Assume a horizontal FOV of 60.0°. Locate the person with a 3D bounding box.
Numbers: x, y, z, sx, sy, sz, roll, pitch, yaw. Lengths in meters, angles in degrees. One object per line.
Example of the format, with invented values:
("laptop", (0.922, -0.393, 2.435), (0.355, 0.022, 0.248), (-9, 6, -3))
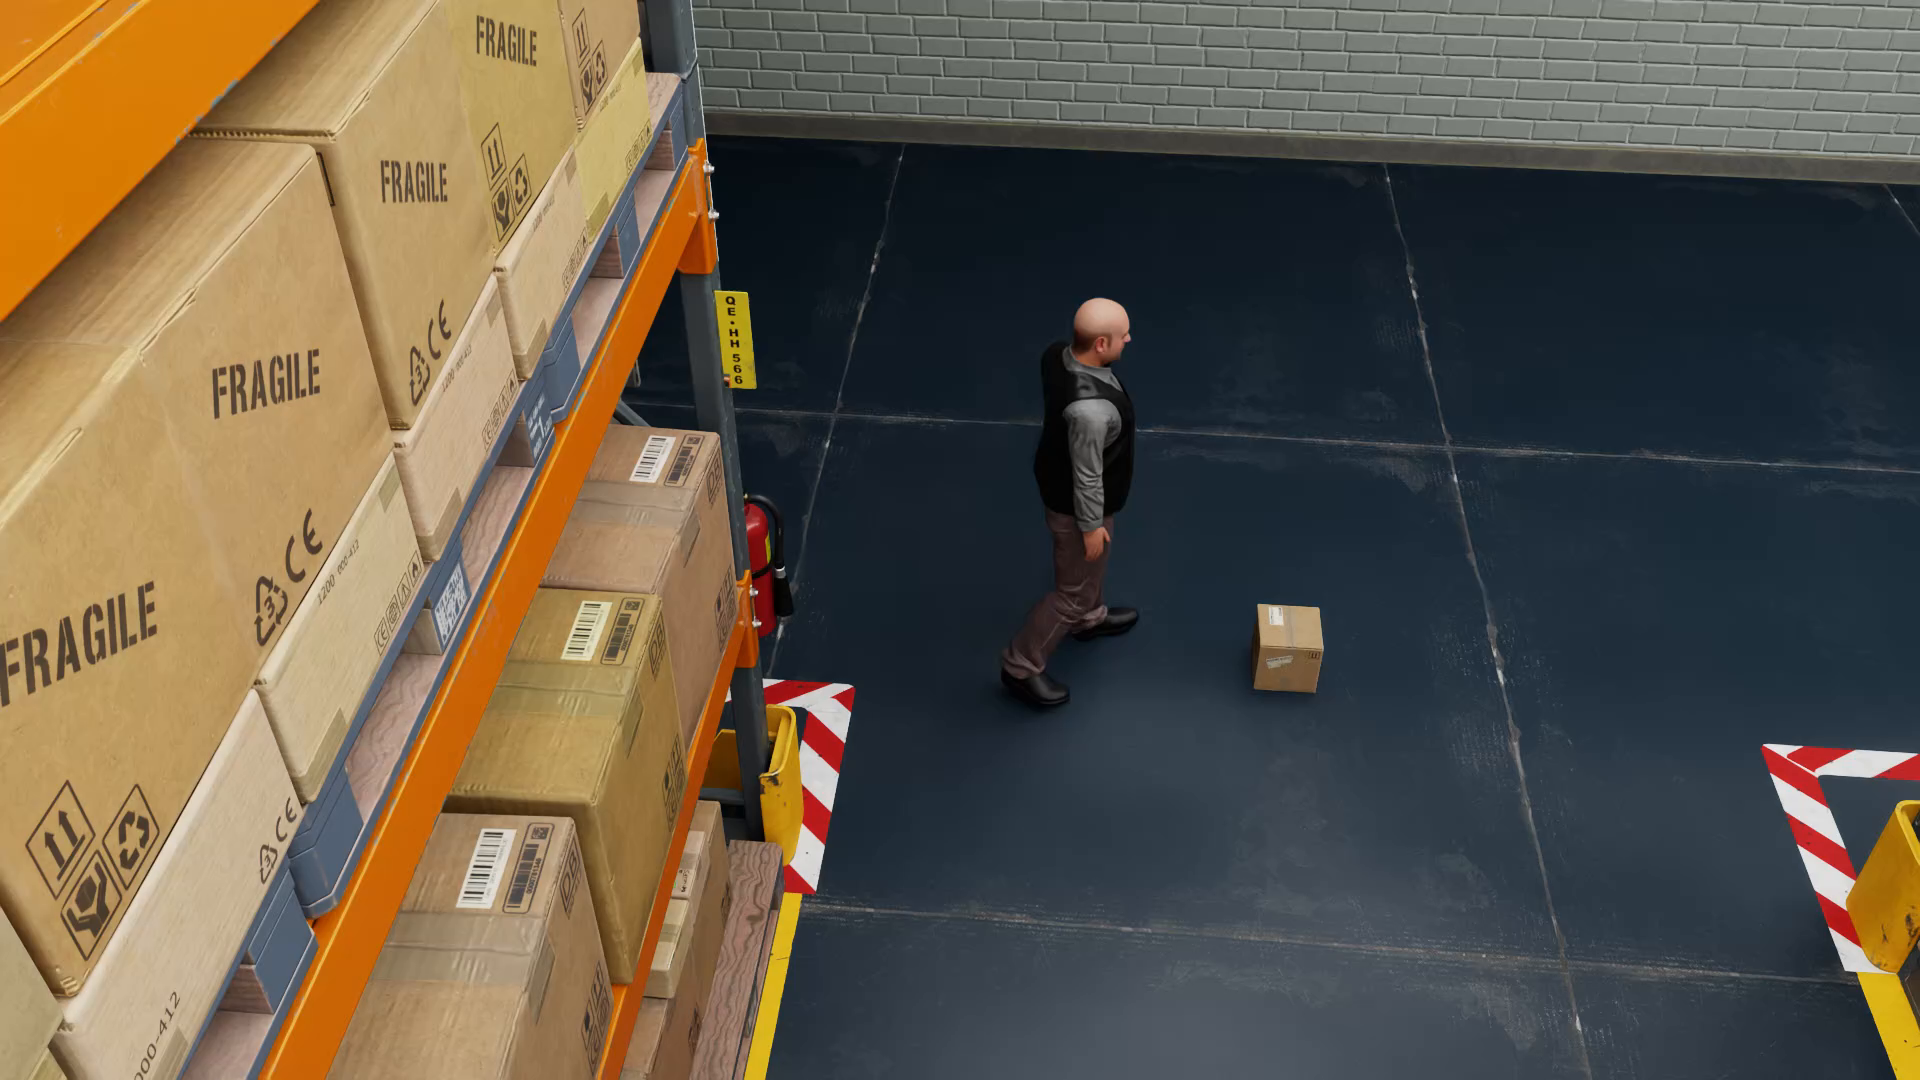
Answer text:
("person", (0.464, -0.166, 6.371), (0.644, 1.721, 0.593), (-5, 40, -6))
